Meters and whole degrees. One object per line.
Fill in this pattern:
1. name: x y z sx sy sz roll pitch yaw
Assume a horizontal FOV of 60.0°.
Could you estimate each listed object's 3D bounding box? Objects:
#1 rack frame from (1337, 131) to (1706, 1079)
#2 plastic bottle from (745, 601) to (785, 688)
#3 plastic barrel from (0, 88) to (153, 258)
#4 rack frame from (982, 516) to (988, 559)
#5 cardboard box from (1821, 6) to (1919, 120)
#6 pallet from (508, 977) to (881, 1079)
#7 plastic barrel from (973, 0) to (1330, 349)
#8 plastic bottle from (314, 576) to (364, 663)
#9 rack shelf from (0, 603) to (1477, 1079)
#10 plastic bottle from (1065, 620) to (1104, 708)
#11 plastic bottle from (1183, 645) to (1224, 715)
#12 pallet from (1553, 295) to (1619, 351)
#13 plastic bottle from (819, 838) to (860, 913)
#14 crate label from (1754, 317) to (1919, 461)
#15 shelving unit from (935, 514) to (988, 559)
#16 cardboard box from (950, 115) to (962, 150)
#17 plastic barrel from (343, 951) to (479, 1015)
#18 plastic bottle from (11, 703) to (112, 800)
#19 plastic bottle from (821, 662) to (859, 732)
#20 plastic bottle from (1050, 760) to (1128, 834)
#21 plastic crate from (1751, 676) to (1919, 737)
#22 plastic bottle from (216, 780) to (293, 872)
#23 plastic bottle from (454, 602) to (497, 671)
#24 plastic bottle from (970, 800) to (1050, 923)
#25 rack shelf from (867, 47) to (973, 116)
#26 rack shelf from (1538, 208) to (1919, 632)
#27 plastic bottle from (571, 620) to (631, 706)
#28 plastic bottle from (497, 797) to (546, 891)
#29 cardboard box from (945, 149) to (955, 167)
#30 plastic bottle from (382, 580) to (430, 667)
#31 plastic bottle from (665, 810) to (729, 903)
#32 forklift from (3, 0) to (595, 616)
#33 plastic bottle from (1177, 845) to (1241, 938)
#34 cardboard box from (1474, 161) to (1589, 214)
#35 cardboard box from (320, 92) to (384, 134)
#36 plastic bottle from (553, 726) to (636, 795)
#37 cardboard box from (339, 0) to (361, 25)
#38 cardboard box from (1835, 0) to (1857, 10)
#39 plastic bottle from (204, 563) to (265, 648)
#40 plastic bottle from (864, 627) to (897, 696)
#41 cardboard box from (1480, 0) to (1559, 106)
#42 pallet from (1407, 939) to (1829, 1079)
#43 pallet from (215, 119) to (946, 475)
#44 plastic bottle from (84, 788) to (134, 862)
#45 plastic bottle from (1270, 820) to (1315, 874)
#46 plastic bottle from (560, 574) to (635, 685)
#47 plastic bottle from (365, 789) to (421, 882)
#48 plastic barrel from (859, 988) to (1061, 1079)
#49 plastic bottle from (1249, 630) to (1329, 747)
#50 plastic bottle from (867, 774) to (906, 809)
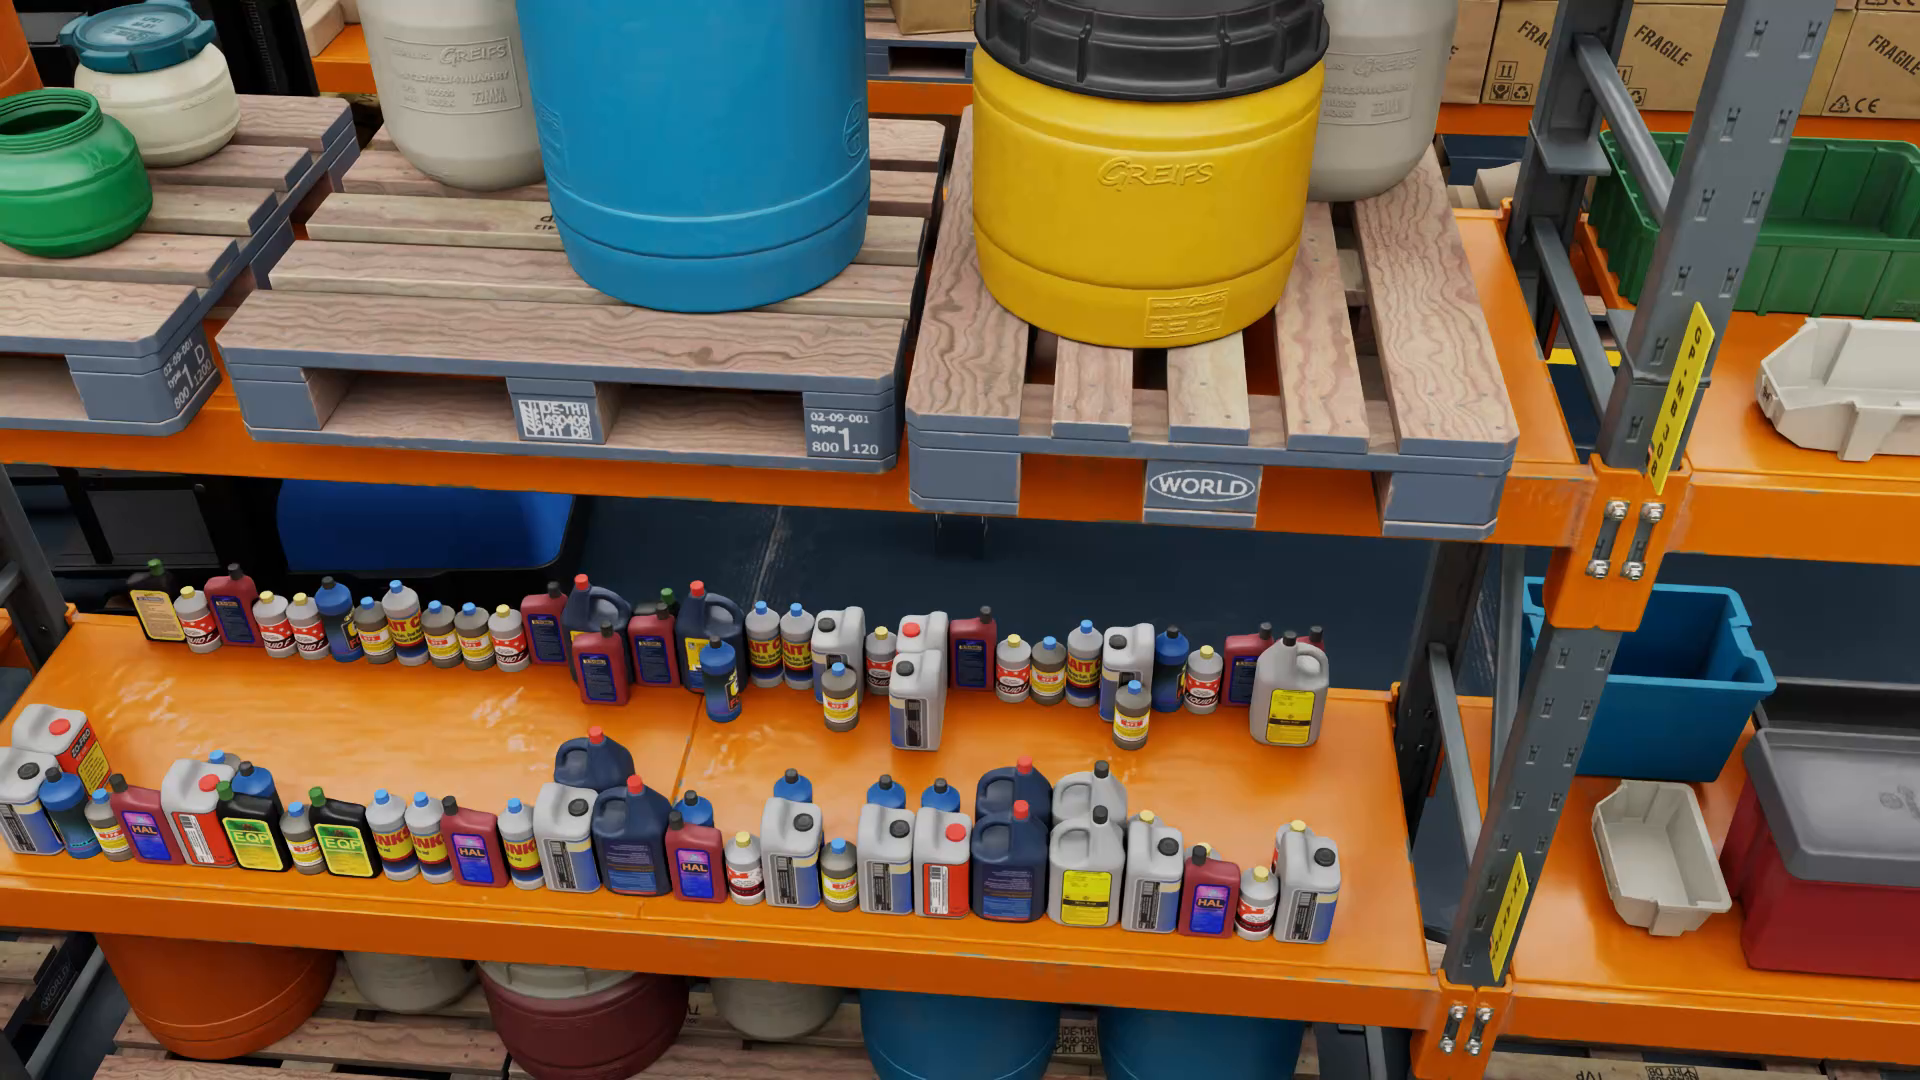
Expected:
1. rack frame: 1.248 0.589 4.151 0.127 3.000 1.000 3 39 4
2. plastic bottle: -0.544 0.282 4.629 0.097 0.271 0.097 0 39 0
3. plastic barrel: -1.702 -0.693 3.139 0.294 0.245 0.294 0 39 0
4. rack frame: 0.109 -0.343 6.959 0.006 0.900 0.240 3 39 4
5. cardboard box: 4.180 -2.257 7.568 0.500 0.500 0.500 3 39 4
6. pallet: -0.736 1.537 5.194 1.213 0.211 1.003 3 39 4
7. plastic barrel: 0.321 -0.733 2.916 0.600 0.588 0.600 0 39 0
8. plastic bottle: -1.760 0.215 4.711 0.097 0.271 0.097 0 39 0
9. rack shelf: -0.745 0.759 4.512 4.000 0.370 1.077 3 39 4
10. plastic bottle: 0.342 0.330 4.570 0.097 0.271 0.097 0 39 0
11. plastic bottle: 0.670 0.375 4.570 0.097 0.201 0.097 0 39 0
12. pallet: 3.582 -1.342 8.732 1.213 0.211 1.003 3 39 4
13. plastic bottle: -0.291 0.804 4.044 0.097 0.201 0.097 0 39 0
14. crate label: 1.710 -0.264 3.031 0.466 0.136 0.293 3 39 4
15. shelving unit: 0.008 -0.349 6.965 0.210 0.900 0.258 3 39 4
16. cardboard box: 0.221 -2.252 8.679 0.500 0.250 0.500 3 39 4
17. plastic barrel: -1.678 1.163 5.083 0.421 0.512 0.421 0 39 0
18. plastic bottle: -2.321 0.550 4.296 0.135 0.276 0.152 3 39 4
19. plastic bottle: -0.326 0.417 4.518 0.097 0.201 0.097 0 39 0
20. plastic bottle: 0.316 0.673 4.086 0.185 0.351 0.144 3 39 4
21. plastic crate: 2.386 0.564 4.351 0.590 0.125 0.437 3 39 4
22. plastic bottle: -1.744 0.704 4.101 0.133 0.283 0.061 3 39 4
23. plastic bottle: -1.373 0.264 4.707 0.097 0.201 0.097 0 39 0
24. plastic bottle: 0.119 0.754 3.987 0.185 0.351 0.144 3 39 4
25. rack shelf: -0.314 -2.356 8.339 4.000 0.370 1.077 3 39 4
26. rack shelf: 3.240 -0.187 3.297 4.000 0.370 1.077 3 39 4
27. plastic bottle: -0.987 0.333 4.557 0.133 0.283 0.061 3 39 4
28. plastic bottle: -1.071 0.734 4.074 0.097 0.271 0.097 0 39 0
29. cardboard box: 0.188 -1.961 8.915 0.500 0.500 0.500 4 39 4
30. plastic bottle: -1.566 0.226 4.698 0.097 0.271 0.097 0 39 0
31. plastic bottle: -0.639 0.765 4.027 0.133 0.283 0.061 3 39 4
32. forklift: -3.127 -1.089 6.266 3.031 2.935 1.130 -1 39 -1
33. plastic bottle: 0.593 0.832 3.944 0.133 0.283 0.061 3 39 4
34. cardboard box: 3.018 -1.761 8.818 0.500 0.311 0.500 3 39 4
35. cardboard box: -3.327 -2.295 9.094 0.500 0.311 0.500 2 39 3
36. plastic bottle: -0.915 0.601 4.175 0.185 0.351 0.144 3 39 4
37. cardboard box: -3.181 -2.880 8.483 0.500 0.311 0.500 3 39 3
38. cardboard box: 3.665 -2.667 7.279 0.500 0.500 0.500 4 39 5
39. plastic bottle: -2.068 0.182 4.742 0.133 0.283 0.061 3 39 4
40. plastic bottle: -0.216 0.327 4.630 0.097 0.201 0.097 0 39 0
41. cardboard box: 2.673 -2.340 7.670 0.500 0.500 0.500 4 39 5
42. pallet: 1.983 1.686 5.012 1.213 0.211 1.003 3 39 4
43. pallet: -0.672 -0.543 3.314 1.213 0.211 1.003 3 39 4
44. plastic bottle: -2.124 0.704 4.167 0.097 0.201 0.097 0 39 0
45. plastic bottle: 0.819 0.768 4.088 0.097 0.201 0.097 0 39 0
46. plastic bottle: -1.004 0.241 4.617 0.185 0.351 0.144 3 39 4
47. plastic bottle: -1.397 0.716 4.096 0.097 0.271 0.097 0 39 0
48. plastic barrel: 0.002 1.161 4.777 0.708 0.901 0.600 3 39 4
49. plastic bottle: 0.885 0.383 4.443 0.185 0.351 0.144 3 39 4
50. plastic bottle: -0.181 0.686 4.133 0.097 0.271 0.097 0 39 0
